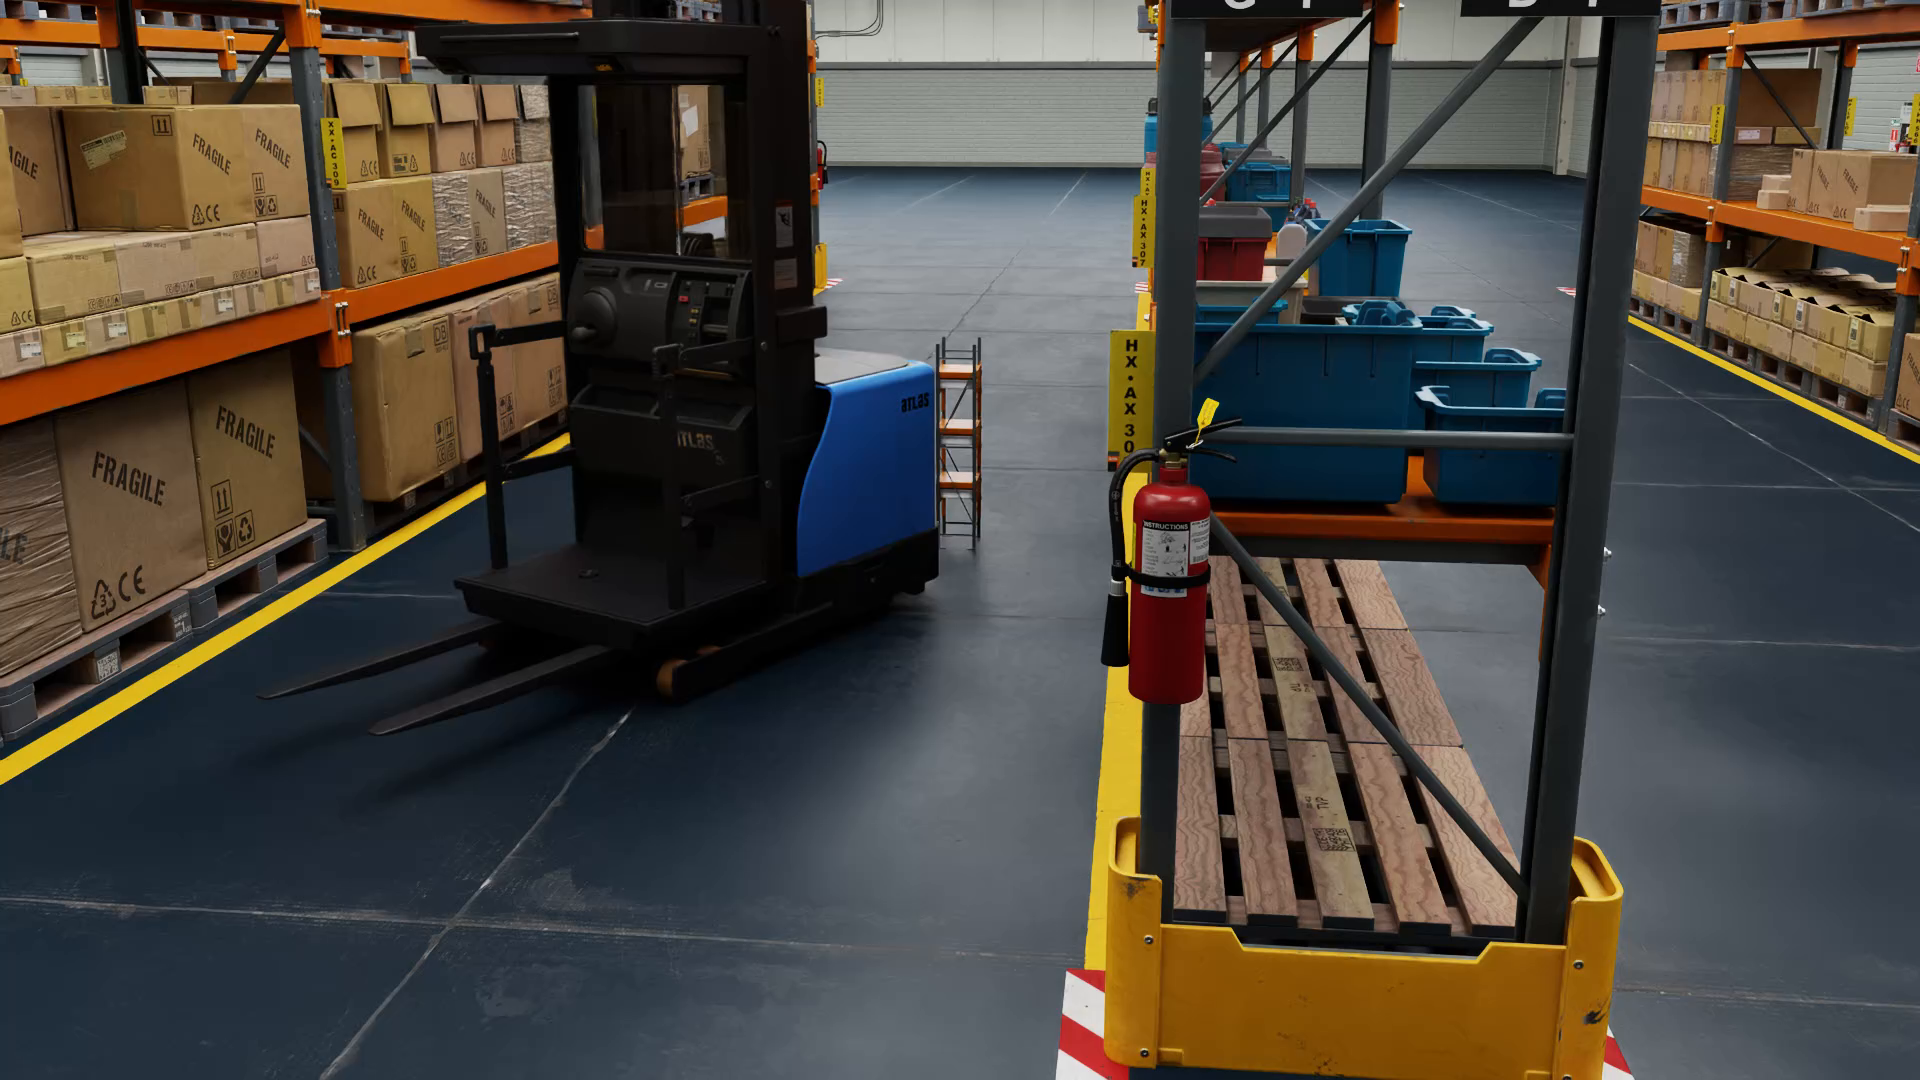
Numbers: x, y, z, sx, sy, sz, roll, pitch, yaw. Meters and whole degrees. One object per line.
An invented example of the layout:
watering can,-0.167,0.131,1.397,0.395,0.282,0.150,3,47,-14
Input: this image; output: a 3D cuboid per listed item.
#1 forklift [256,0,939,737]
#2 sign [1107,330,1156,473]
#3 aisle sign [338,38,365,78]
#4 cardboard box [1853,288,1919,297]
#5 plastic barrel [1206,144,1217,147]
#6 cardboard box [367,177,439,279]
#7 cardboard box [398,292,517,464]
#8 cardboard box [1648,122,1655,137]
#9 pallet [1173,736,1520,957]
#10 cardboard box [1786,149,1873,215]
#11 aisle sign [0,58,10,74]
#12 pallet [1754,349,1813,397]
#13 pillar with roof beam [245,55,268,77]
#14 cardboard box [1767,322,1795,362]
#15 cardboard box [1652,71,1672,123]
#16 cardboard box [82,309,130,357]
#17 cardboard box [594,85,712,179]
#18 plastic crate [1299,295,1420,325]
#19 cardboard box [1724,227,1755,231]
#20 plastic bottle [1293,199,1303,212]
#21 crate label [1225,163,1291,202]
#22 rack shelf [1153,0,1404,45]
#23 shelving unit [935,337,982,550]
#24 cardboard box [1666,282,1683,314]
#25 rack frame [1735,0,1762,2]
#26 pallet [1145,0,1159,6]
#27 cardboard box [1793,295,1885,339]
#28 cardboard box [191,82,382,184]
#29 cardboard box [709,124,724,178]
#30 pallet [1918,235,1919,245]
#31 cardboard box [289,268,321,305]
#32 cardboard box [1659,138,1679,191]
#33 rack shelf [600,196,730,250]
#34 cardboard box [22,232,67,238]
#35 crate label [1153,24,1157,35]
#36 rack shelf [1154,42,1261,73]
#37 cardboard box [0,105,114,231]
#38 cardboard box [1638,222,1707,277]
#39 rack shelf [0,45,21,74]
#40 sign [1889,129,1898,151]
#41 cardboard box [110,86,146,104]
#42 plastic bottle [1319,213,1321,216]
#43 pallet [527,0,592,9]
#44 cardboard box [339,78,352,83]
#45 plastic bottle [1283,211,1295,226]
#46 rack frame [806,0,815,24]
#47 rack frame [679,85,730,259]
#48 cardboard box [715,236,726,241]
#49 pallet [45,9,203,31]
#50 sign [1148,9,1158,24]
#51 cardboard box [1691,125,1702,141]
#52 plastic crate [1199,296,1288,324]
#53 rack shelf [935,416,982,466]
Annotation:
forklift,-1.339,-0.937,6.512,1.130,2.935,3.031,10,18,33
sign,0.387,-0.311,3.753,0.100,0.325,0.005,2,15,6
aisle sign,-7.388,-5.970,20.014,0.394,0.787,0.004,2,15,6
cardboard box,7.278,-1.824,13.048,0.500,0.311,0.500,2,15,6
plastic barrel,1.880,-2.966,13.625,0.433,0.535,0.433,0,15,0
cardboard box,-3.179,-1.694,8.989,0.500,0.500,0.500,2,15,6
cardboard box,-3.383,-0.979,9.802,1.225,0.875,0.875,1,15,4
cardboard box,7.289,-4.221,17.092,0.380,0.149,0.250,1,15,4
pallet,1.067,0.913,4.881,1.003,0.211,1.213,2,15,6
cardboard box,7.048,-2.899,13.443,0.500,0.500,0.500,3,15,10
aisle sign,-11.733,-6.070,20.384,0.394,0.787,0.004,2,15,6
pallet,7.031,-1.330,13.176,1.003,0.211,1.213,2,15,6
pillar with roof beam,-11.626,-12.237,36.676,9.100,9.000,0.400,2,15,6
cardboard box,6.746,-1.565,13.166,0.500,0.250,0.500,2,15,7
cardboard box,7.480,-4.496,16.865,0.700,0.500,0.500,2,15,6
cardboard box,-3.418,-0.794,6.334,0.380,0.149,0.250,2,15,7
cardboard box,-2.861,-3.769,14.899,1.000,1.000,1.000,2,15,7
plastic crate,1.527,-0.856,6.492,0.437,0.125,0.590,2,15,6
cardboard box,7.686,-2.793,16.273,0.500,0.500,0.500,2,15,6
plastic bottle,2.190,-2.061,10.762,0.061,0.283,0.133,2,15,6
crate label,2.219,-2.562,12.322,0.502,0.435,0.616,2,15,6
rack shelf,1.161,-1.840,5.350,1.077,0.370,4.000,2,15,6
shelving unit,-0.006,-0.493,8.474,0.215,1.050,0.252,2,15,6
cardboard box,7.112,-2.317,15.948,0.500,0.250,0.500,2,15,6
rack frame,7.210,-6.082,13.914,1.000,3.000,0.127,2,15,6
pallet,1.654,-3.456,10.313,1.003,0.211,1.213,2,15,6
cardboard box,6.685,-1.703,12.603,0.500,0.311,0.500,2,15,6
cardboard box,-3.471,-2.102,8.575,0.797,0.503,0.637,1,15,5
cardboard box,-2.520,-3.785,16.152,0.875,0.500,0.500,2,15,6
pallet,6.752,-1.878,10.227,1.213,0.211,1.003,2,15,6
cardboard box,-3.244,-1.193,7.811,0.380,0.149,0.250,2,15,7
cardboard box,7.424,-3.749,16.589,0.700,0.500,0.500,2,15,8
rack shelf,-2.858,-2.612,13.955,1.077,0.370,4.000,2,15,6
cardboard box,-3.962,-1.097,6.691,0.500,0.250,0.500,2,15,8
crate label,2.201,-5.270,16.945,0.502,0.251,0.408,2,15,6
rack shelf,2.515,-4.952,16.860,1.077,0.370,4.000,2,15,6
cardboard box,-3.906,-1.593,7.086,0.500,0.500,0.500,2,15,6
cardboard box,7.208,-2.939,16.811,0.500,0.500,0.500,2,15,6
rack shelf,-12.253,-5.390,18.479,1.077,0.370,4.000,2,15,6
sign,14.523,-6.225,25.867,0.001,0.329,0.234,2,15,6
cardboard box,-7.713,-3.788,14.818,0.700,0.500,0.500,2,15,7
plastic bottle,2.051,-1.742,9.582,0.061,0.283,0.133,2,15,6
pallet,-3.104,-3.629,10.952,1.213,0.211,1.003,2,15,9
cardboard box,-7.347,-4.900,18.681,0.875,0.550,0.550,2,15,6
plastic bottle,1.923,-1.781,9.726,0.061,0.283,0.133,2,15,6
rack frame,-2.181,-7.412,18.833,1.000,3.000,0.127,2,15,6
rack frame,-2.632,-3.478,15.779,1.000,3.000,0.127,2,15,6
cardboard box,-2.391,-3.033,18.115,0.500,0.500,0.500,3,15,11
pallet,-7.604,-4.767,15.165,0.805,0.209,1.217,1,15,4
sign,1.744,-4.804,14.918,0.100,0.325,0.005,2,15,6
cardboard box,7.114,-3.824,15.623,0.380,0.149,0.250,2,15,6
plastic crate,0.912,-0.709,5.742,0.416,0.233,0.300,2,15,6
rack shelf,-0.006,-0.483,8.476,0.215,0.259,0.240,2,15,6
